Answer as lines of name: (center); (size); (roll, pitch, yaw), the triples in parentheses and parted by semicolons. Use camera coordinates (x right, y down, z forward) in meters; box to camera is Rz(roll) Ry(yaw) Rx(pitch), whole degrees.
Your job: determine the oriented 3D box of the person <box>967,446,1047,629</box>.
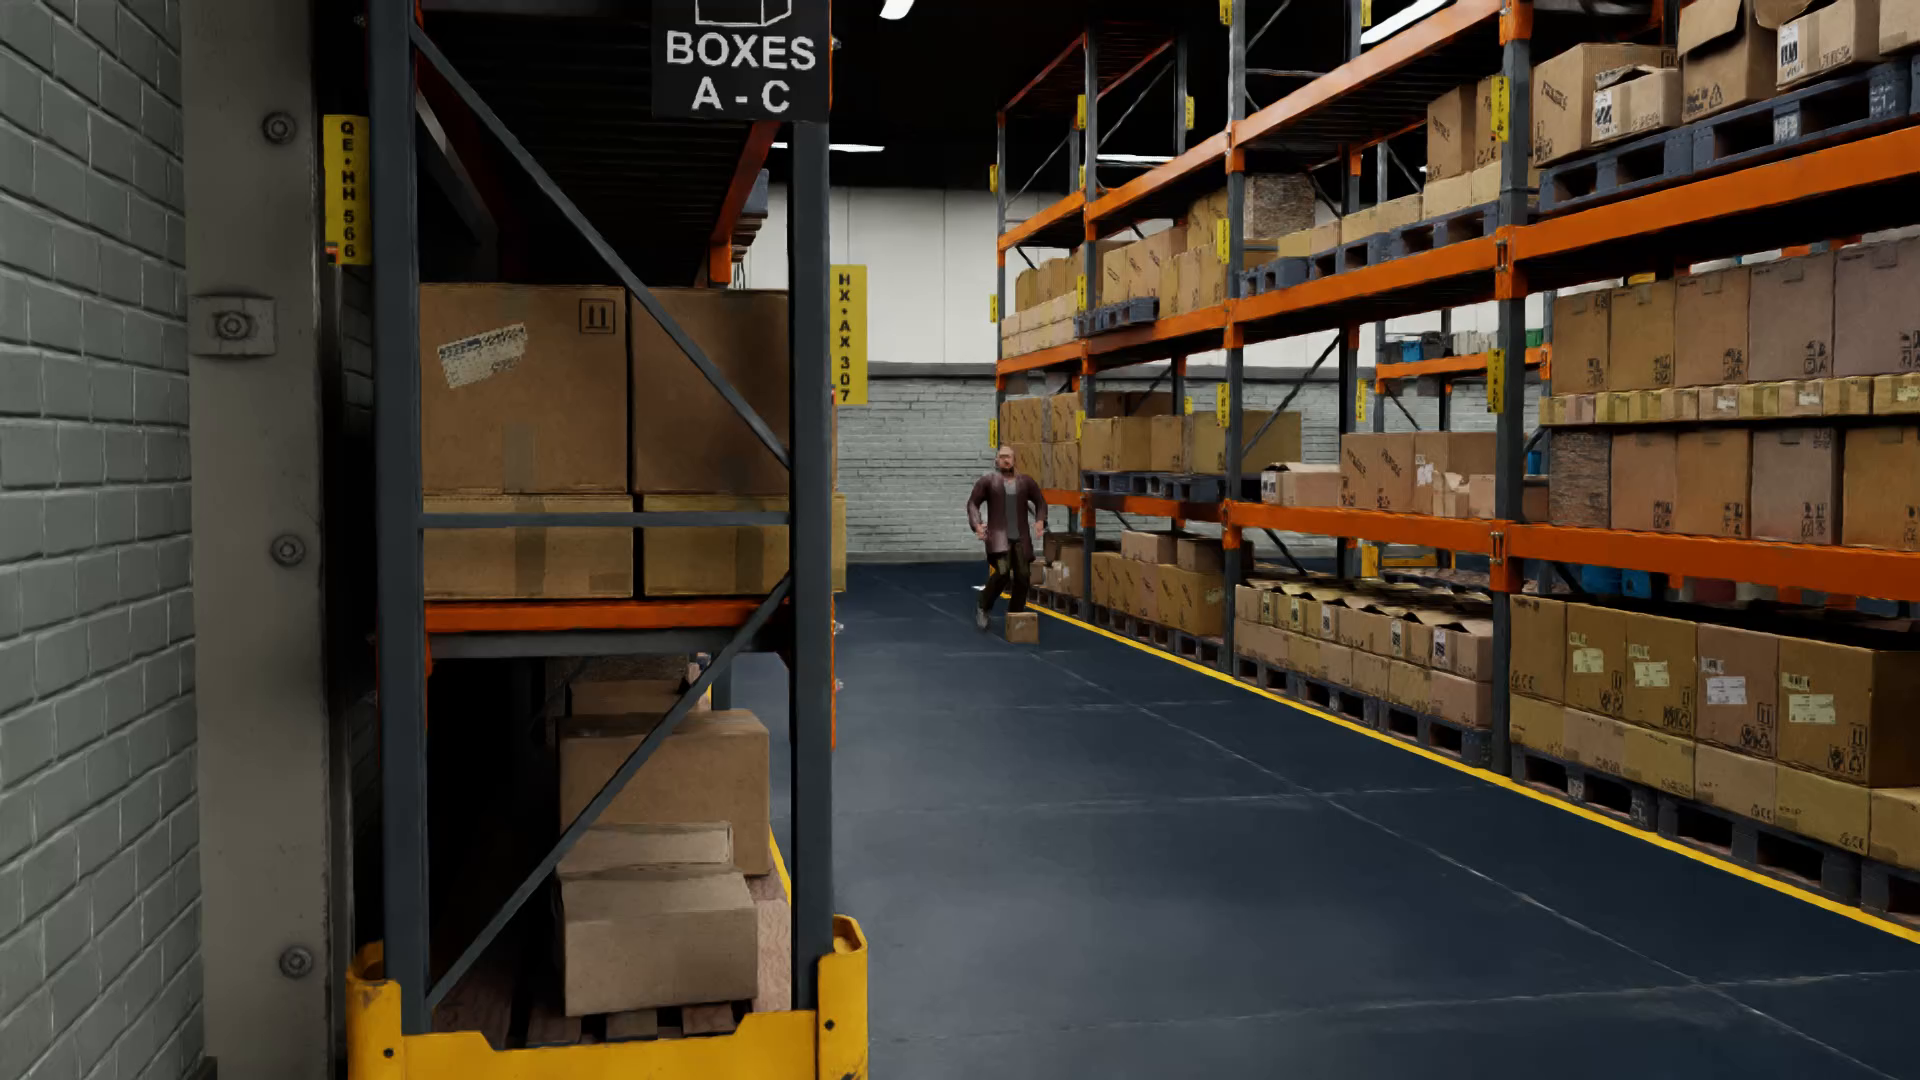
person: (0.482, -0.012, 15.716); (0.772, 1.744, 0.524); (-1, 3, -19)
